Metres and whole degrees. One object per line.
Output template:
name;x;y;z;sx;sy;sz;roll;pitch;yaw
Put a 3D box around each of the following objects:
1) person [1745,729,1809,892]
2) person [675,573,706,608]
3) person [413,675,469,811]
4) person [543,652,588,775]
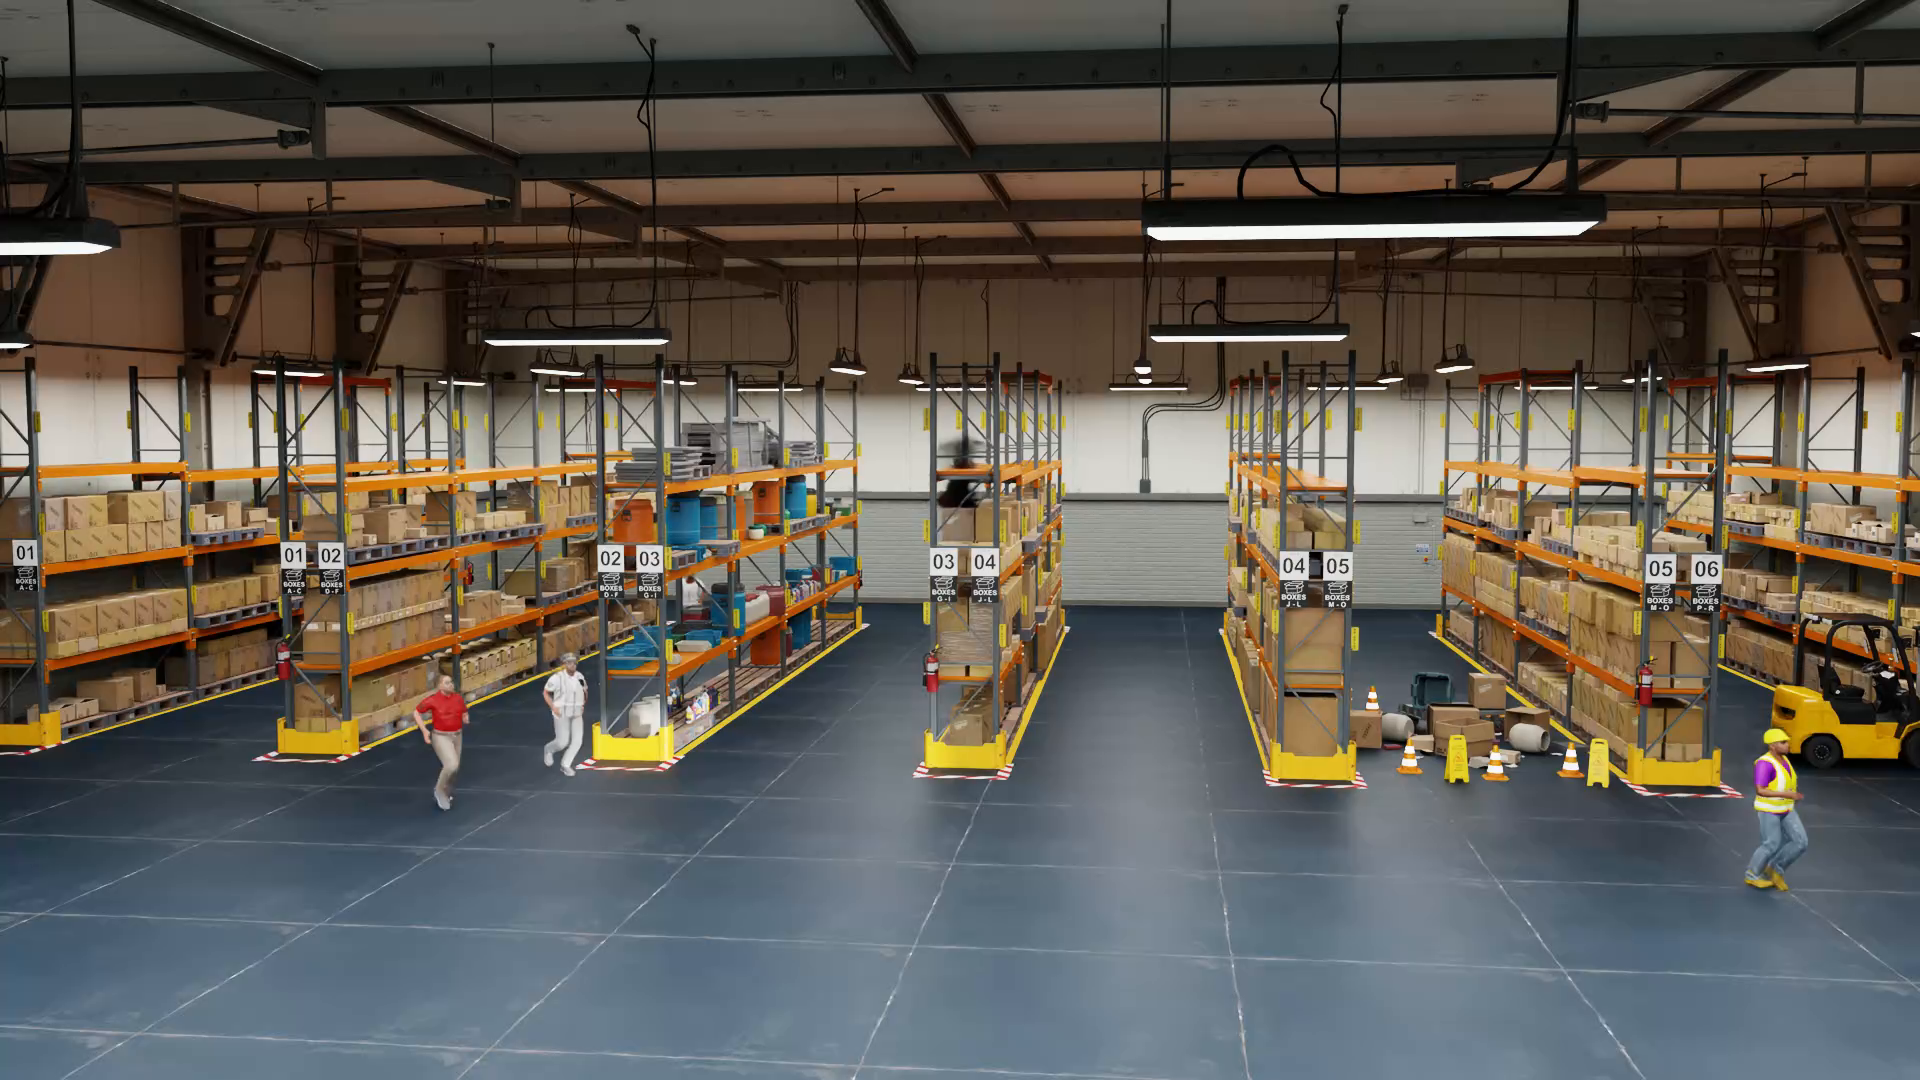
person;8.703;2.881;17.649;0.664;1.759;0.687;-3;5;-33
person;-6.144;1.473;37.899;0.692;1.712;0.621;0;4;-6
person;-6.641;2.631;21.588;0.721;1.755;0.640;3;5;33
person;-5.621;2.460;23.785;0.694;1.733;0.612;-4;5;-42
